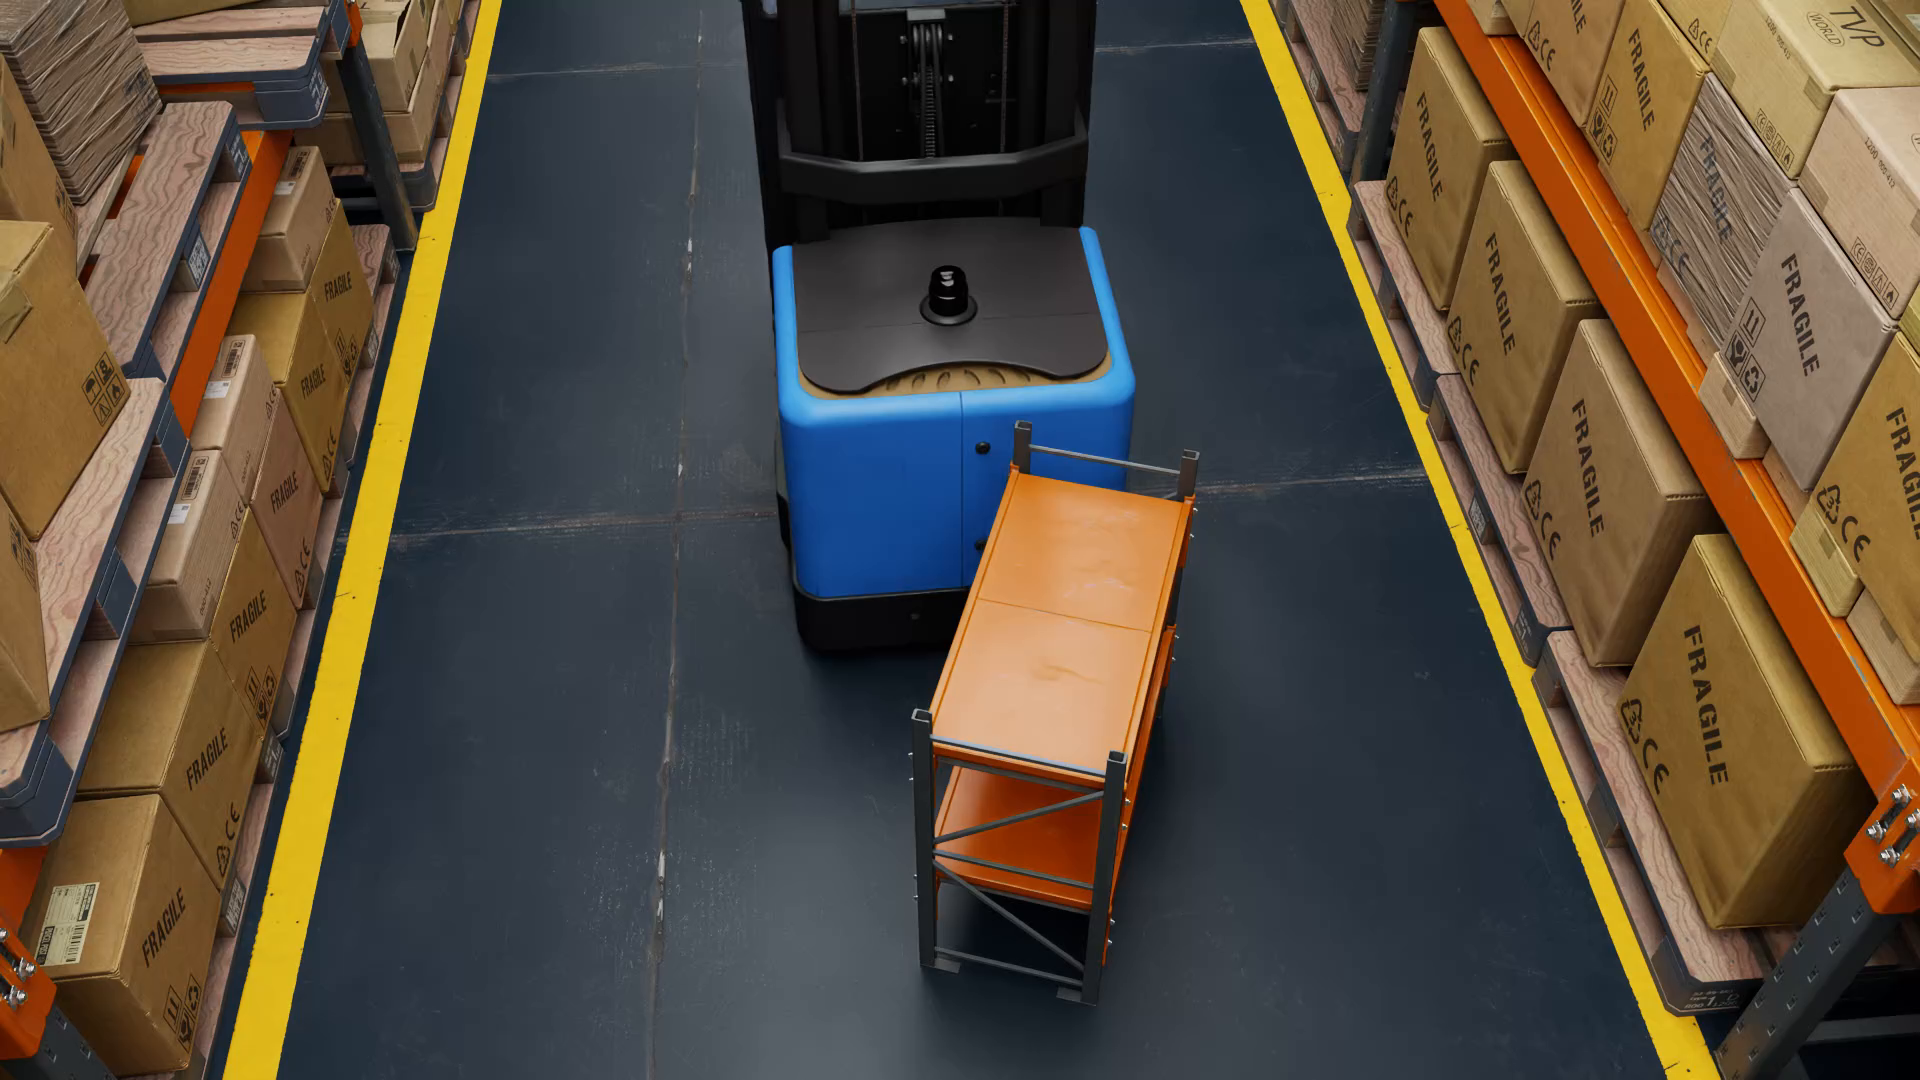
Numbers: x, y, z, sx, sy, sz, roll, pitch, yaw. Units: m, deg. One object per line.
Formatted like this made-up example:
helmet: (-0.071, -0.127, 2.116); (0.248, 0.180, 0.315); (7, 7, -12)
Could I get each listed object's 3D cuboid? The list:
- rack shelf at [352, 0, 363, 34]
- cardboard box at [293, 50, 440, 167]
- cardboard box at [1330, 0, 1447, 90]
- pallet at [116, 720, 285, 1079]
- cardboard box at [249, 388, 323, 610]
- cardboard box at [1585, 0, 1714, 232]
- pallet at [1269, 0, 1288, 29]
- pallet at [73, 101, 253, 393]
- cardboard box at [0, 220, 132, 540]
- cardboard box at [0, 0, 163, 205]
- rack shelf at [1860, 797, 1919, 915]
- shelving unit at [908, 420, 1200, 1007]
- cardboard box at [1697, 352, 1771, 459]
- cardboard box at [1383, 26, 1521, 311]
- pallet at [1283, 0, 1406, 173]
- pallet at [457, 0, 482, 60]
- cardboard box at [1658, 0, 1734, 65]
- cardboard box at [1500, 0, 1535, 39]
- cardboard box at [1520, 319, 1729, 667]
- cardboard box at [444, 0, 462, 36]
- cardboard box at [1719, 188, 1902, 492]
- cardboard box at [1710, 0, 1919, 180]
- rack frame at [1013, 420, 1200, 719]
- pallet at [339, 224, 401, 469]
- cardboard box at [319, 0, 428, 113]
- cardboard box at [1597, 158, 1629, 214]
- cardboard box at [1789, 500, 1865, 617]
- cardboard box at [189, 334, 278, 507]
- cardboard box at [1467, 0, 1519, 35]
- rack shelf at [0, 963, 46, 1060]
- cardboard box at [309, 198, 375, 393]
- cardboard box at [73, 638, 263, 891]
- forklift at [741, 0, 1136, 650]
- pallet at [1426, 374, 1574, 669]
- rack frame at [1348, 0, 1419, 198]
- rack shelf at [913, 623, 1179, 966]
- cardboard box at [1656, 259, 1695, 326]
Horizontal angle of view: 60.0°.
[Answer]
rack shelf: (-2.924, -3.432, 7.430); (1.077, 0.370, 4.000); (-3, 47, -3)
cardboard box: (-2.508, -1.828, 7.020); (0.500, 0.250, 0.500); (-4, 47, -3)
cardboard box: (2.067, -2.346, 7.324); (0.700, 0.500, 0.500); (-3, 47, -3)
pallet: (-2.527, 1.035, 4.625); (1.003, 0.211, 1.213); (-3, 47, -3)
cardboard box: (-2.351, -0.108, 5.205); (0.500, 0.500, 0.500); (-5, 47, -5)
cardboard box: (2.091, -1.198, 4.531); (0.500, 0.500, 0.500); (-2, 47, -2)
pallet: (2.017, -3.023, 8.468); (1.003, 0.211, 1.213); (-3, 47, -3)
pallet: (-2.589, -0.759, 4.536); (1.003, 0.211, 1.213); (-3, 47, -3)
cardboard box: (-2.359, -0.367, 3.674); (0.700, 0.500, 0.500); (3, 47, 3)
cardboard box: (-2.705, -1.289, 4.547); (0.700, 0.500, 0.500); (4, 47, 4)
rack shelf: (2.682, 2.052, 2.236); (1.077, 0.370, 4.000); (-3, 47, -3)
shelving unit: (0.263, 0.475, 4.526); (0.538, 1.125, 1.048); (11, 48, 10)
cardboard box: (2.102, -0.349, 4.174); (0.380, 0.149, 0.250); (-3, 47, -3)
cardboard box: (2.110, -1.401, 6.202); (0.750, 0.750, 0.750); (-4, 47, -4)
pallet: (2.116, -2.143, 7.634); (1.003, 0.211, 1.213); (-3, 47, -3)
pallet: (-2.886, -2.752, 8.211); (1.003, 0.211, 1.213); (-3, 47, -3)
cardboard box: (2.101, -1.474, 4.276); (0.500, 0.250, 0.500); (-4, 47, -4)
cardboard box: (2.000, -1.933, 5.227); (0.500, 0.500, 0.500); (-2, 47, -2)
cardboard box: (2.253, -0.152, 5.020); (0.750, 0.750, 0.750); (-2, 47, -2)
cardboard box: (-2.600, -2.567, 7.720); (0.500, 0.250, 0.500); (-5, 47, -4)
cardboard box: (2.172, -0.473, 3.844); (0.500, 0.500, 0.500); (-3, 47, -3)
cardboard box: (2.144, -1.105, 3.927); (0.500, 0.250, 0.500); (-3, 47, -3)
rack frame: (0.392, 0.118, 4.864); (0.500, 1.125, 0.032); (11, 48, 10)
pallet: (-2.732, -0.731, 6.297); (1.003, 0.211, 1.213); (-3, 47, -3)
cardboard box: (-2.508, -2.021, 6.816); (0.500, 0.311, 0.500); (-2, 47, -2)
cardboard box: (2.115, -1.095, 4.880); (0.380, 0.149, 0.250); (-3, 47, -3)
cardboard box: (2.159, 0.029, 3.816); (0.380, 0.149, 0.250); (-3, 47, -3)
cardboard box: (-2.346, -0.339, 4.907); (0.500, 0.250, 0.500); (-4, 47, -4)
cardboard box: (1.927, -1.824, 5.571); (0.380, 0.149, 0.250); (-2, 47, -2)
rack shelf: (-2.254, 2.356, 1.948); (1.077, 0.370, 4.000); (-3, 47, -3)
cardboard box: (-2.444, -0.862, 5.919); (0.500, 0.500, 0.500); (-2, 47, -2)
cardboard box: (-2.275, 0.620, 4.515); (0.500, 0.500, 0.500); (-3, 47, -3)
forklift: (-0.149, -1.731, 5.371); (1.130, 2.935, 3.031); (-4, 47, -4)
pallet: (2.269, -0.122, 5.720); (1.003, 0.211, 1.213); (-3, 47, -3)
rack frame: (2.179, -2.536, 6.086); (1.000, 3.000, 0.127); (-3, 47, -3)
rack shelf: (0.263, 0.643, 4.703); (0.538, 0.278, 1.000); (11, 48, 10)
cardboard box: (2.141, -0.712, 4.517); (0.380, 0.149, 0.250); (-5, 47, -4)
